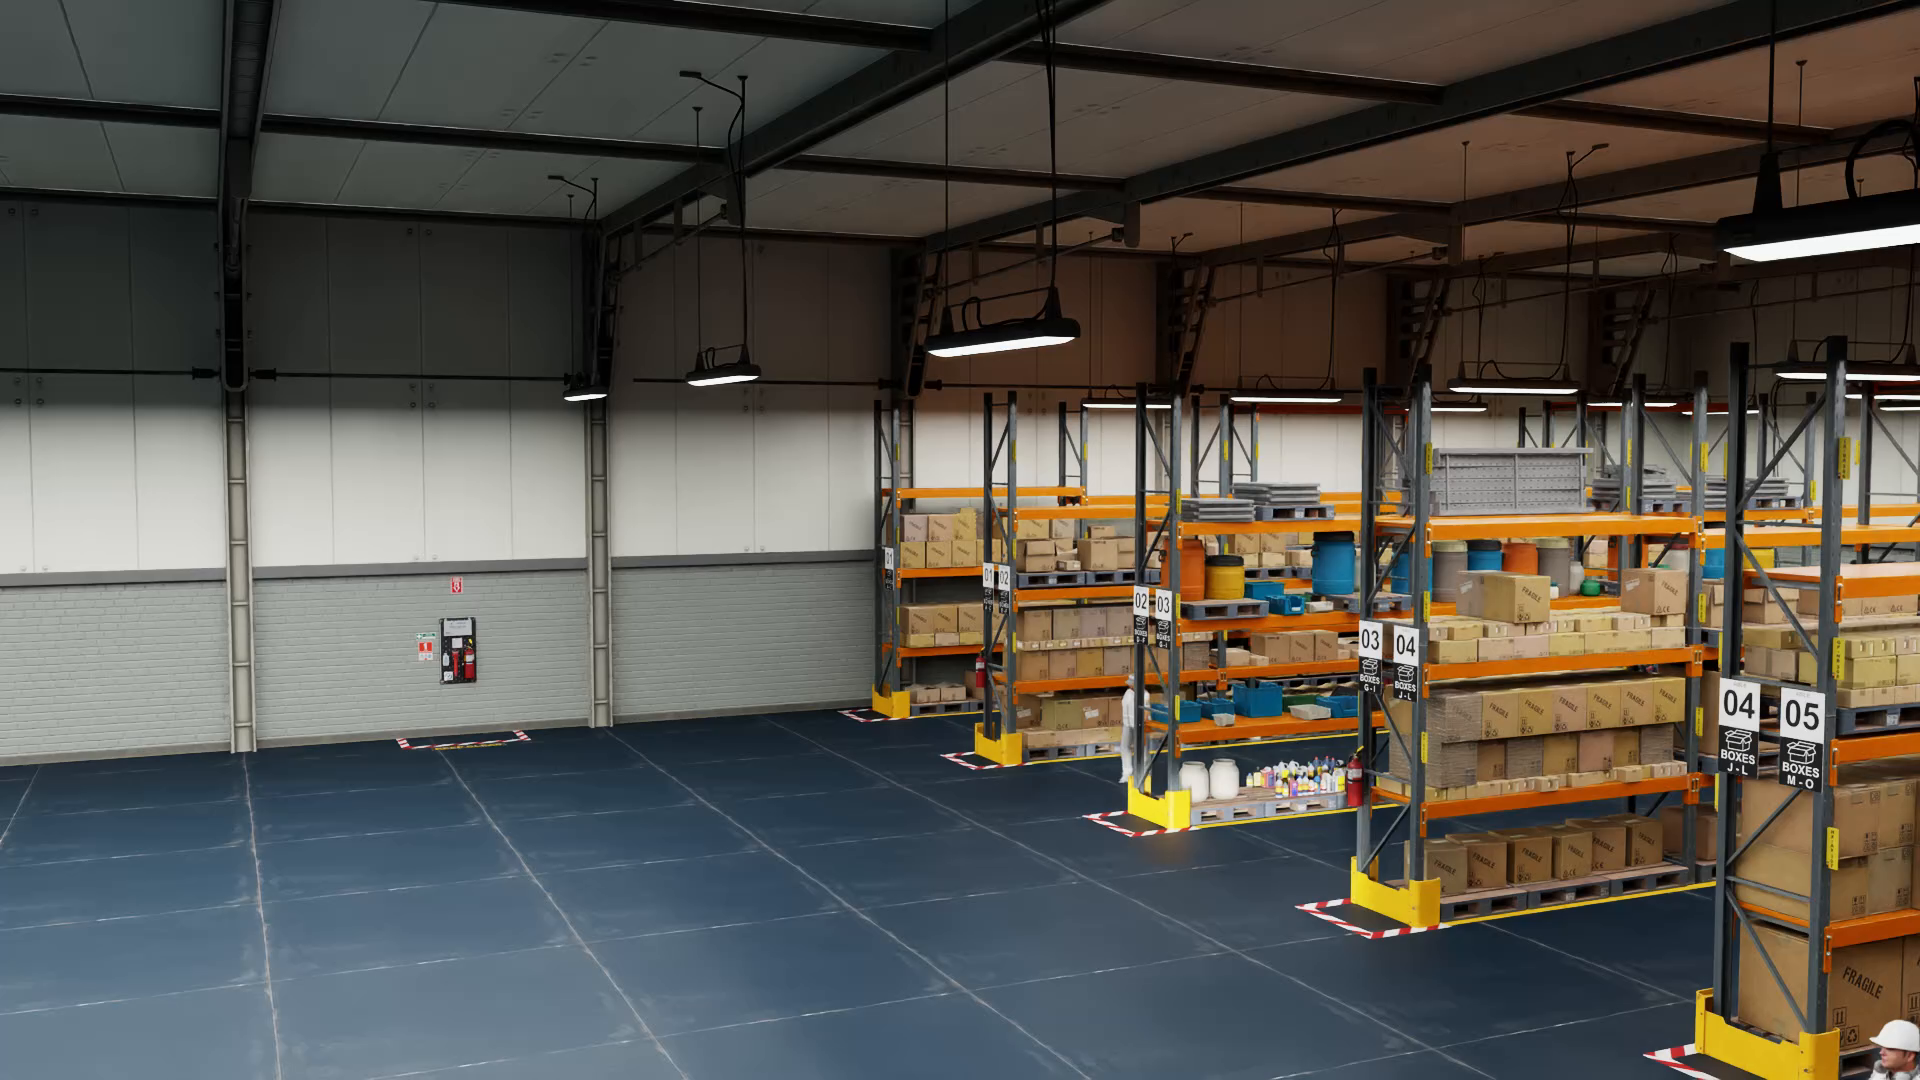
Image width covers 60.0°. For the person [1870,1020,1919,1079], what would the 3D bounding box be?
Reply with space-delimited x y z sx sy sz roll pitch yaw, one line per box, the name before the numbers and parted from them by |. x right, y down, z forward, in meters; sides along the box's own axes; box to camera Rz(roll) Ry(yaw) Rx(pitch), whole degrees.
person | 5.497 3.700 9.813 0.902 1.741 0.566 0 3 -1

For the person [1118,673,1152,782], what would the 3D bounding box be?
person | 2.700 2.880 25.400 0.540 1.715 0.524 -3 4 -41
